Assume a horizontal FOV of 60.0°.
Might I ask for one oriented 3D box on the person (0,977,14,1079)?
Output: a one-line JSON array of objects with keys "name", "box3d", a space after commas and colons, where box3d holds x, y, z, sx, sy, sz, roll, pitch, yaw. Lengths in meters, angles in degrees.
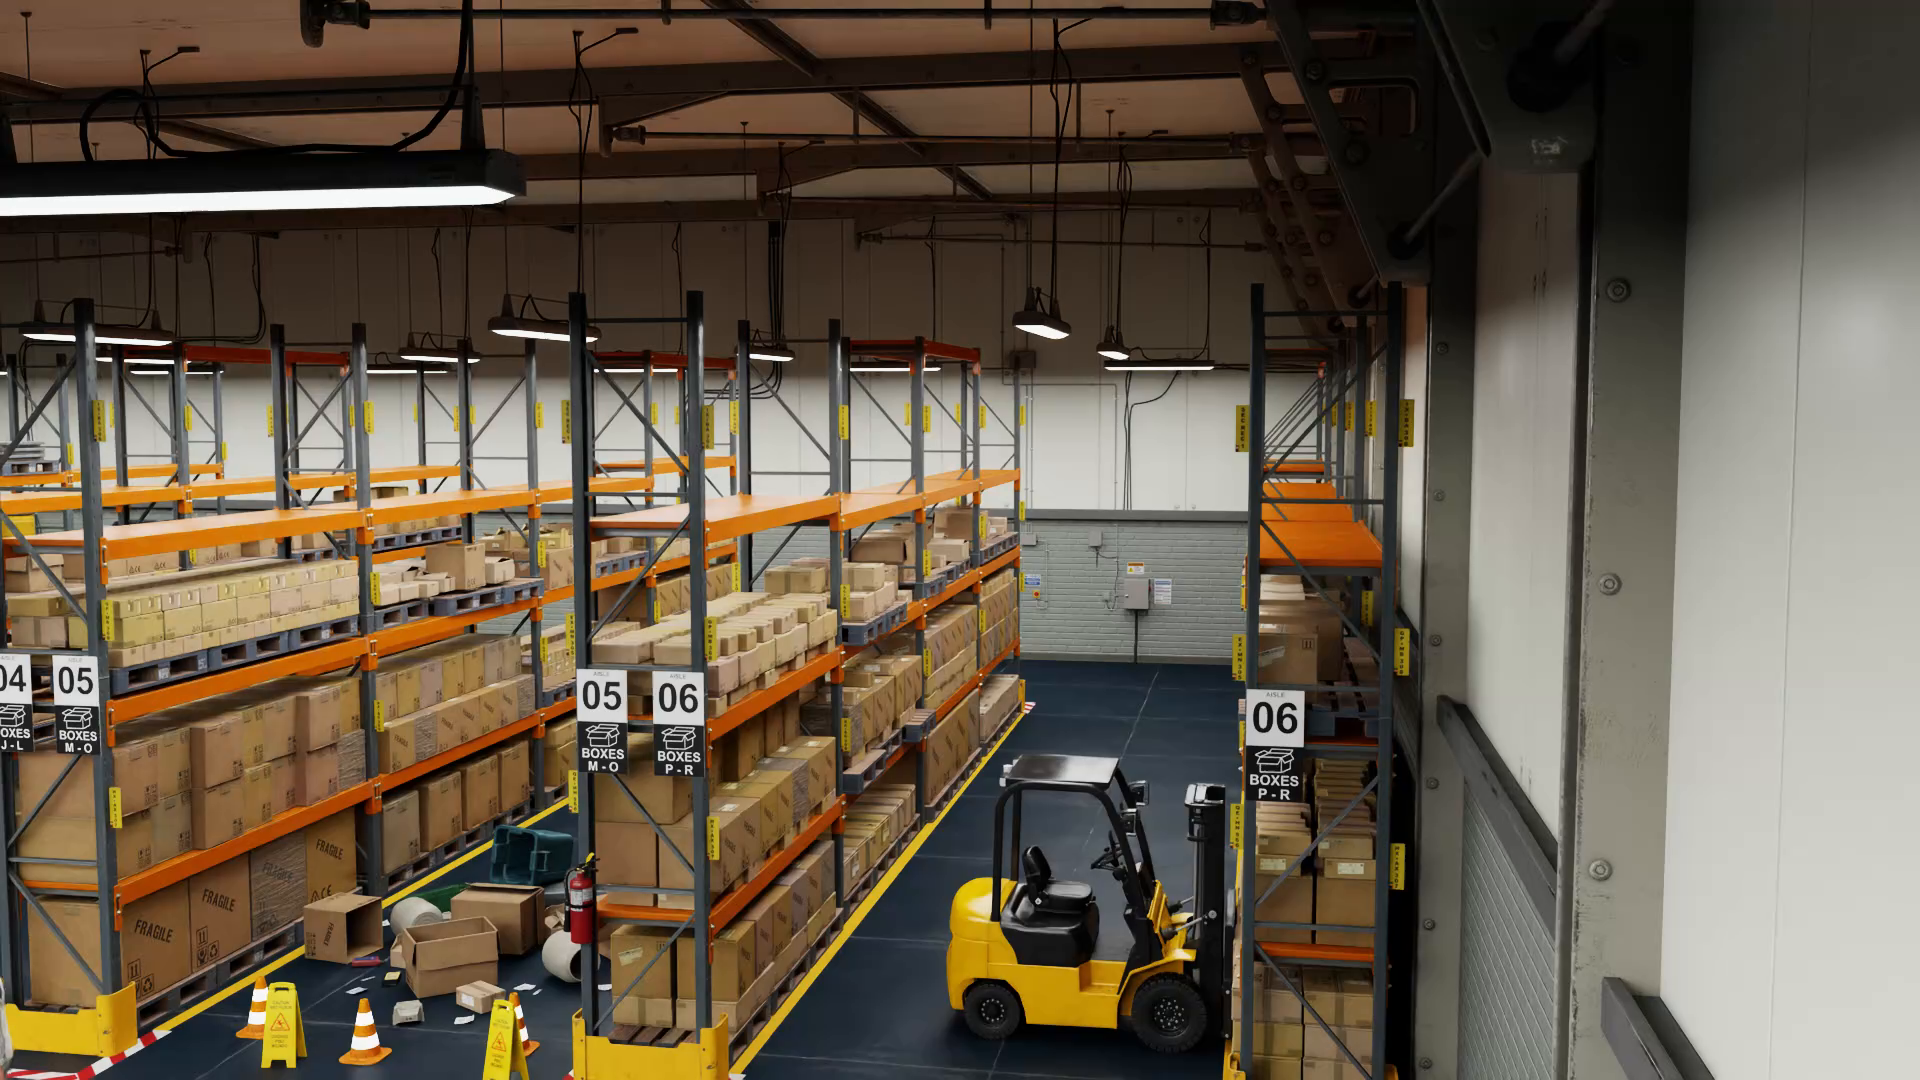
[{"name": "person", "box3d": [-6.491, 3.411, 10.814, 0.817, 1.763, 0.615, -2, 5, -28]}]
